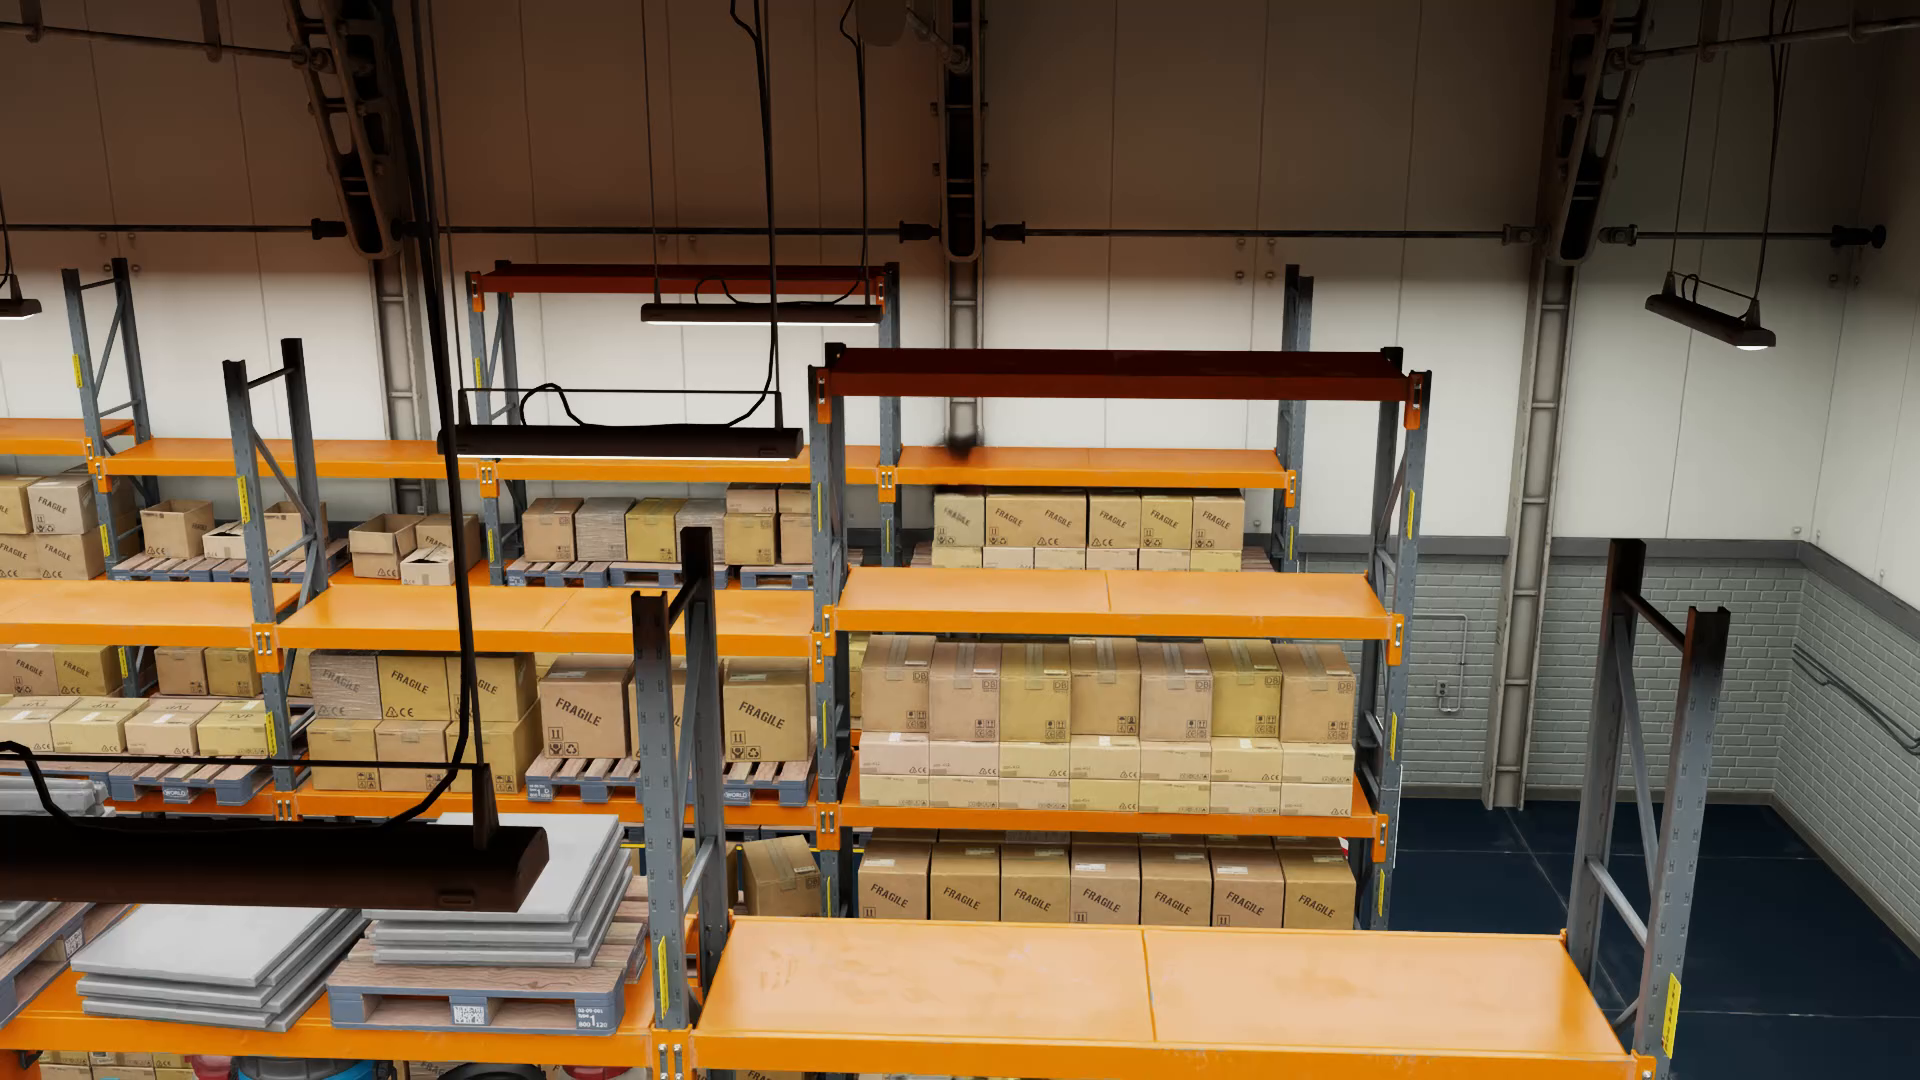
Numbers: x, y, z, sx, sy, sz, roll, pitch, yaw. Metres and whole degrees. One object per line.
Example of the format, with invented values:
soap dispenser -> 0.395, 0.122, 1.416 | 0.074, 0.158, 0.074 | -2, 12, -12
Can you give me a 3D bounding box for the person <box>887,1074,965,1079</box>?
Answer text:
person -> -0.249, 4.049, 11.510 | 0.568, 1.822, 0.435 | -9, 18, -28
